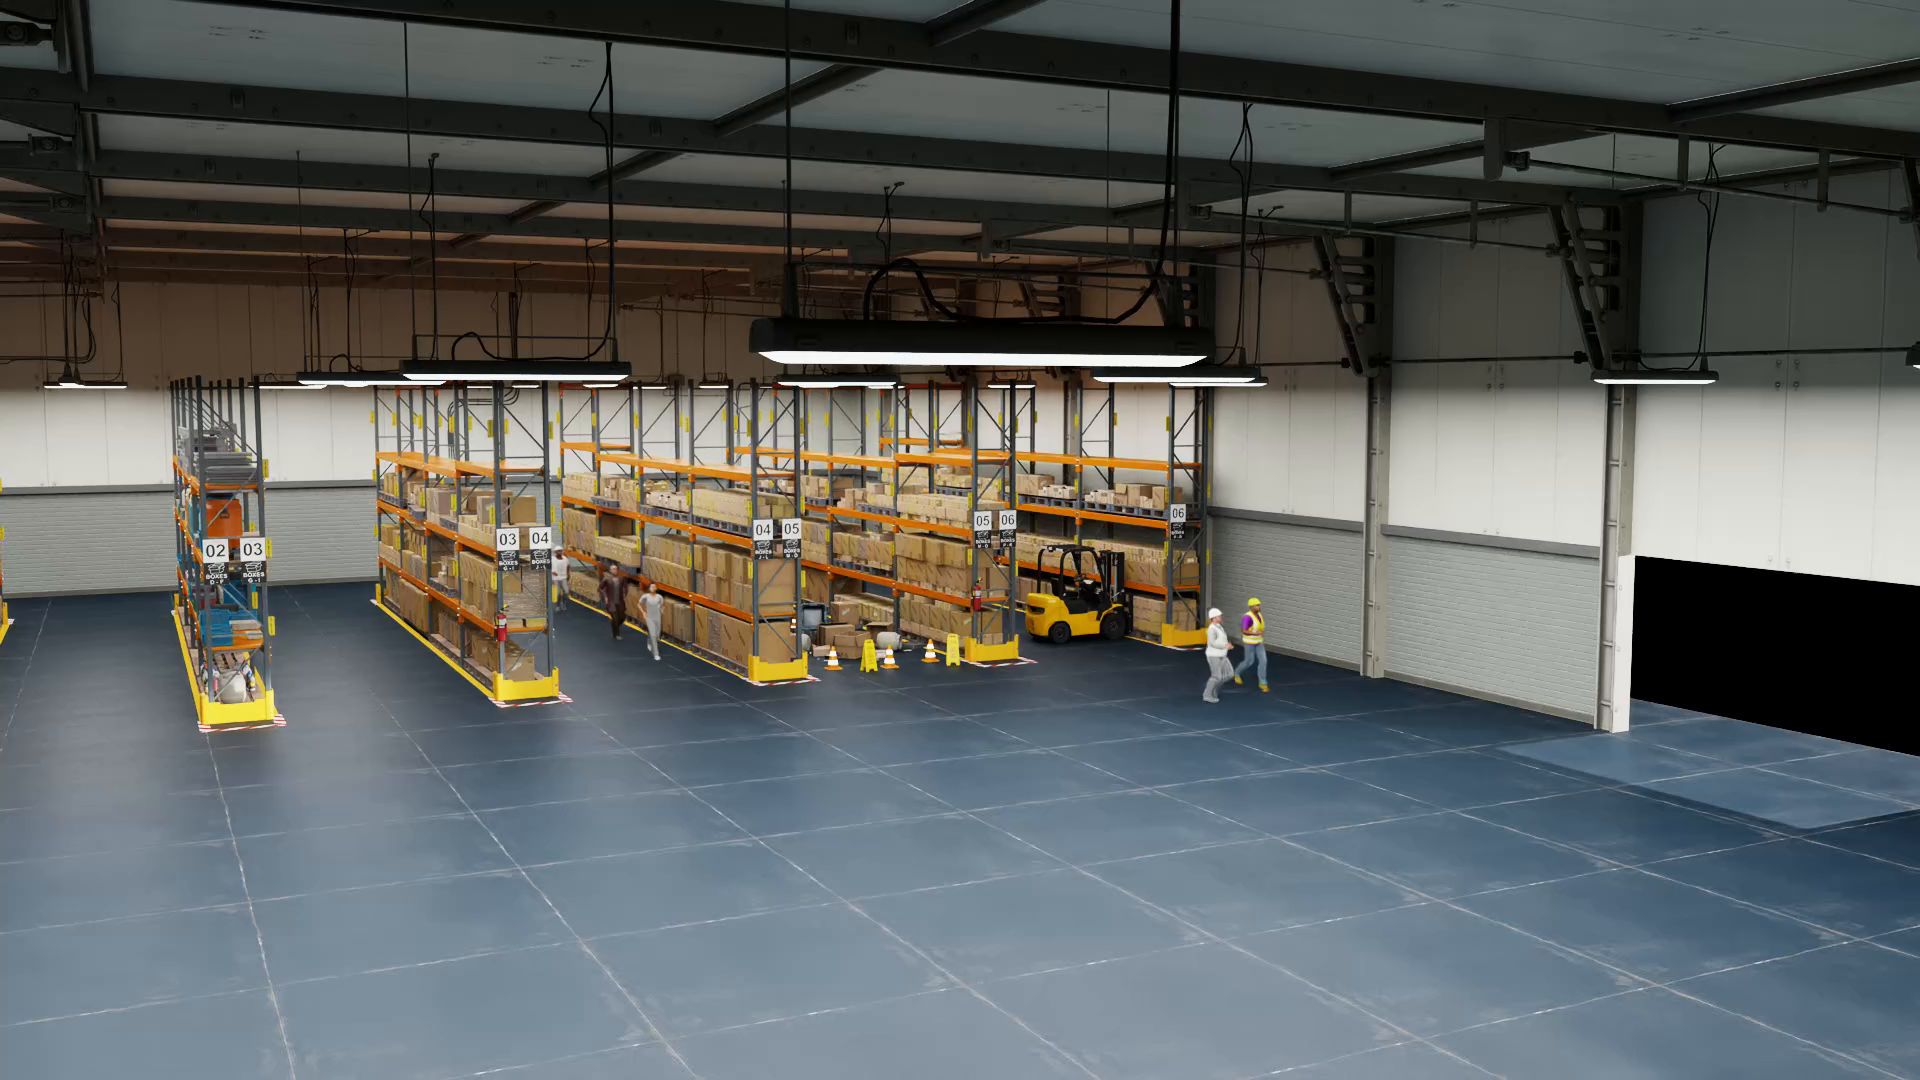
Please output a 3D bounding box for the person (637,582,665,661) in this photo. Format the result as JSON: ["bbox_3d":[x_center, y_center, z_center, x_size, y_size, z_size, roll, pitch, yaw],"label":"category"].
[{"bbox_3d":[-6.626,1.725,35.802,0.567,1.667,0.867,-3,6,-29],"label":"person"}]

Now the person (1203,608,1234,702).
[{"bbox_3d":[4.784,2.124,30.669,0.603,1.732,0.643,3,6,30],"label":"person"}]

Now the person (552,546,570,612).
[{"bbox_3d":[-10.393,1.015,43.141,0.700,1.737,0.633,-3,6,-31],"label":"person"}]

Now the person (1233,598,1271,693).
[{"bbox_3d":[5.600,2.017,31.974,0.911,1.828,0.729,5,7,44],"label":"person"}]

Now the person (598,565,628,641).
[{"bbox_3d":[-7.989,1.440,38.398,0.704,1.735,0.724,-3,6,-29],"label":"person"}]
